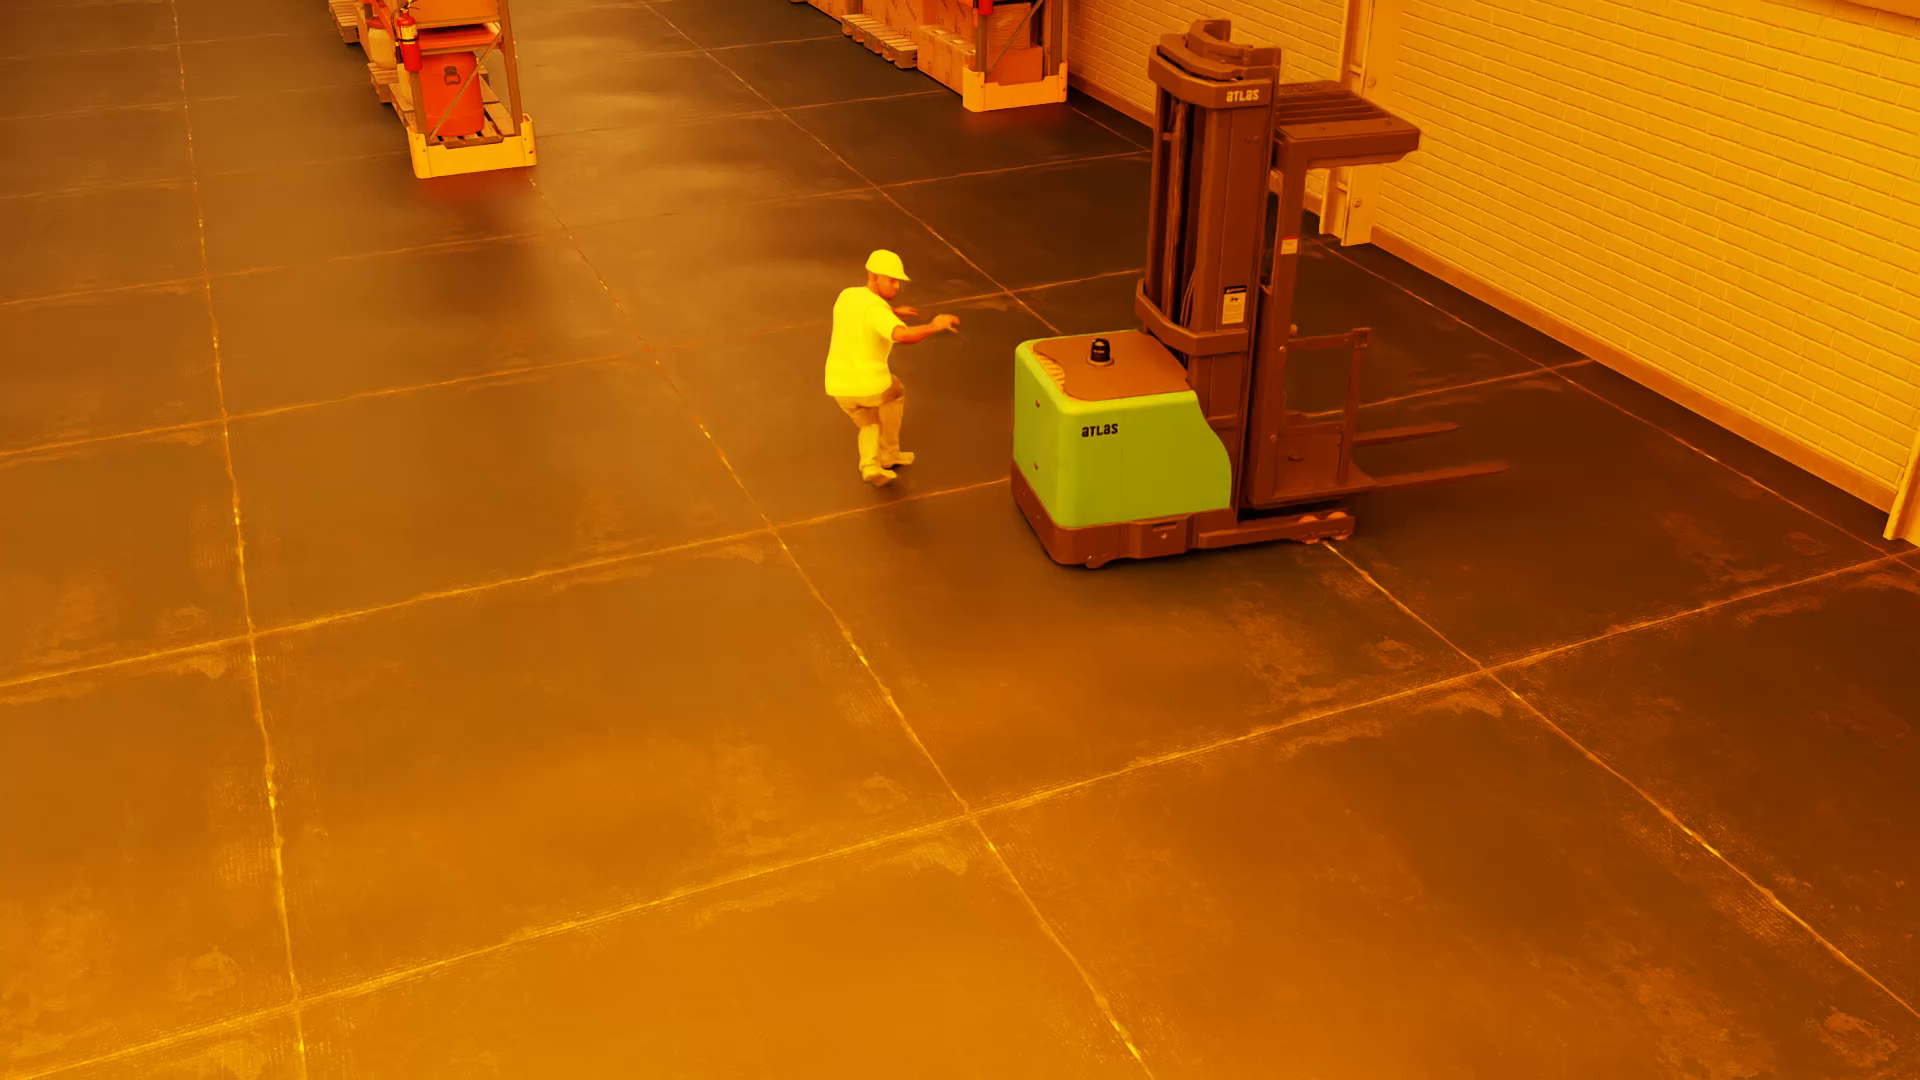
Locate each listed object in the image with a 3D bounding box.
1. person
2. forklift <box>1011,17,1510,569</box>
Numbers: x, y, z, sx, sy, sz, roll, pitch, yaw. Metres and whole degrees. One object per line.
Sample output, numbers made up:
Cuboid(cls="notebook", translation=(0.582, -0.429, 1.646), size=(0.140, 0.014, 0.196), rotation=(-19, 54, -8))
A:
Cuboid(cls="person", translation=(-0.362, -1.110, 10.530), size=(0.880, 1.498, 1.139), rotation=(15, 33, 24))
Cuboid(cls="forklift", translation=(1.894, -1.496, 9.736), size=(3.031, 2.935, 1.130), rotation=(-7, 31, -13))
